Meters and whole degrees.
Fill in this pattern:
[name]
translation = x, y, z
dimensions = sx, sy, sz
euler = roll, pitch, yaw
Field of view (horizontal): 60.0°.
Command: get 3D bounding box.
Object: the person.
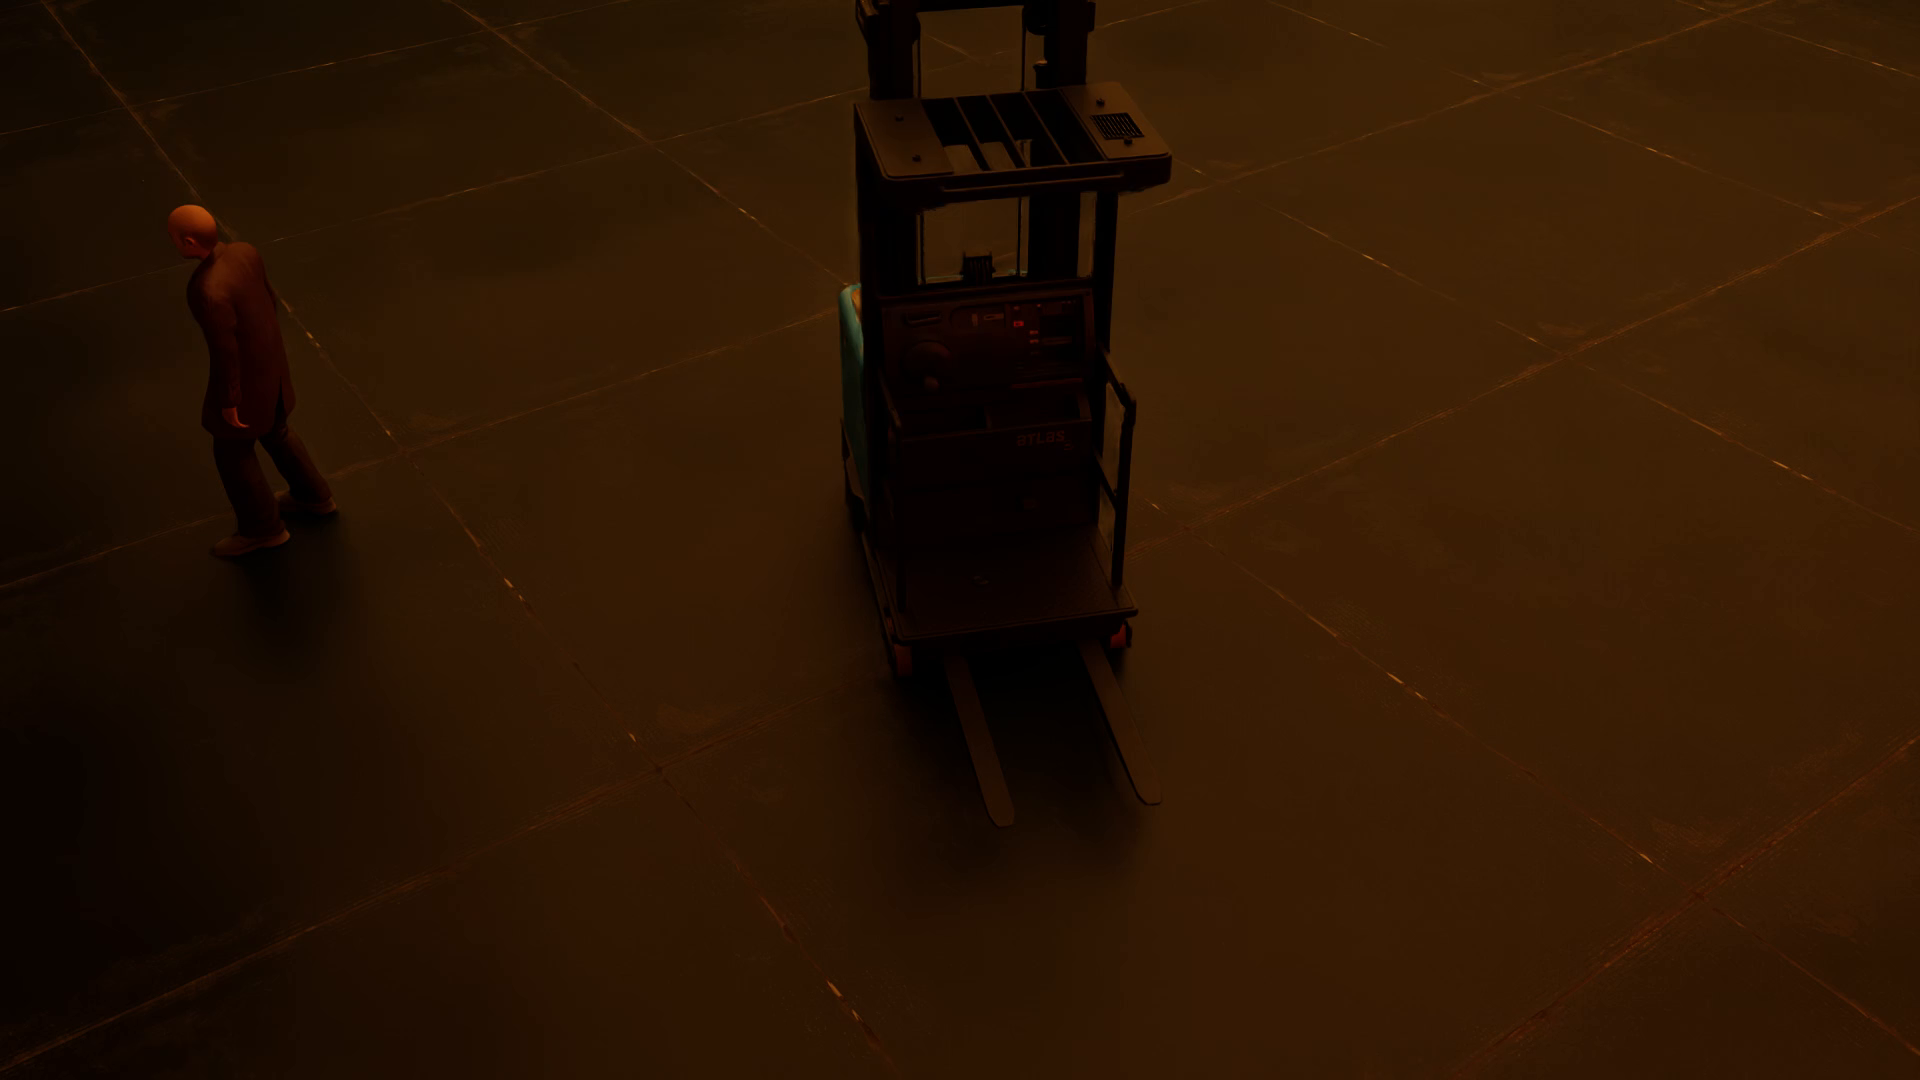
[person]
translation = -3.482, -0.787, 8.006
dimensions = 0.492, 1.791, 0.660
euler = 2, 37, 3

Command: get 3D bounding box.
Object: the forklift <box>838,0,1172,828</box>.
[forklift]
translation = 0.171, -0.794, 7.019
dimensions = 1.130, 2.935, 3.031
euler = -7, 37, -9
